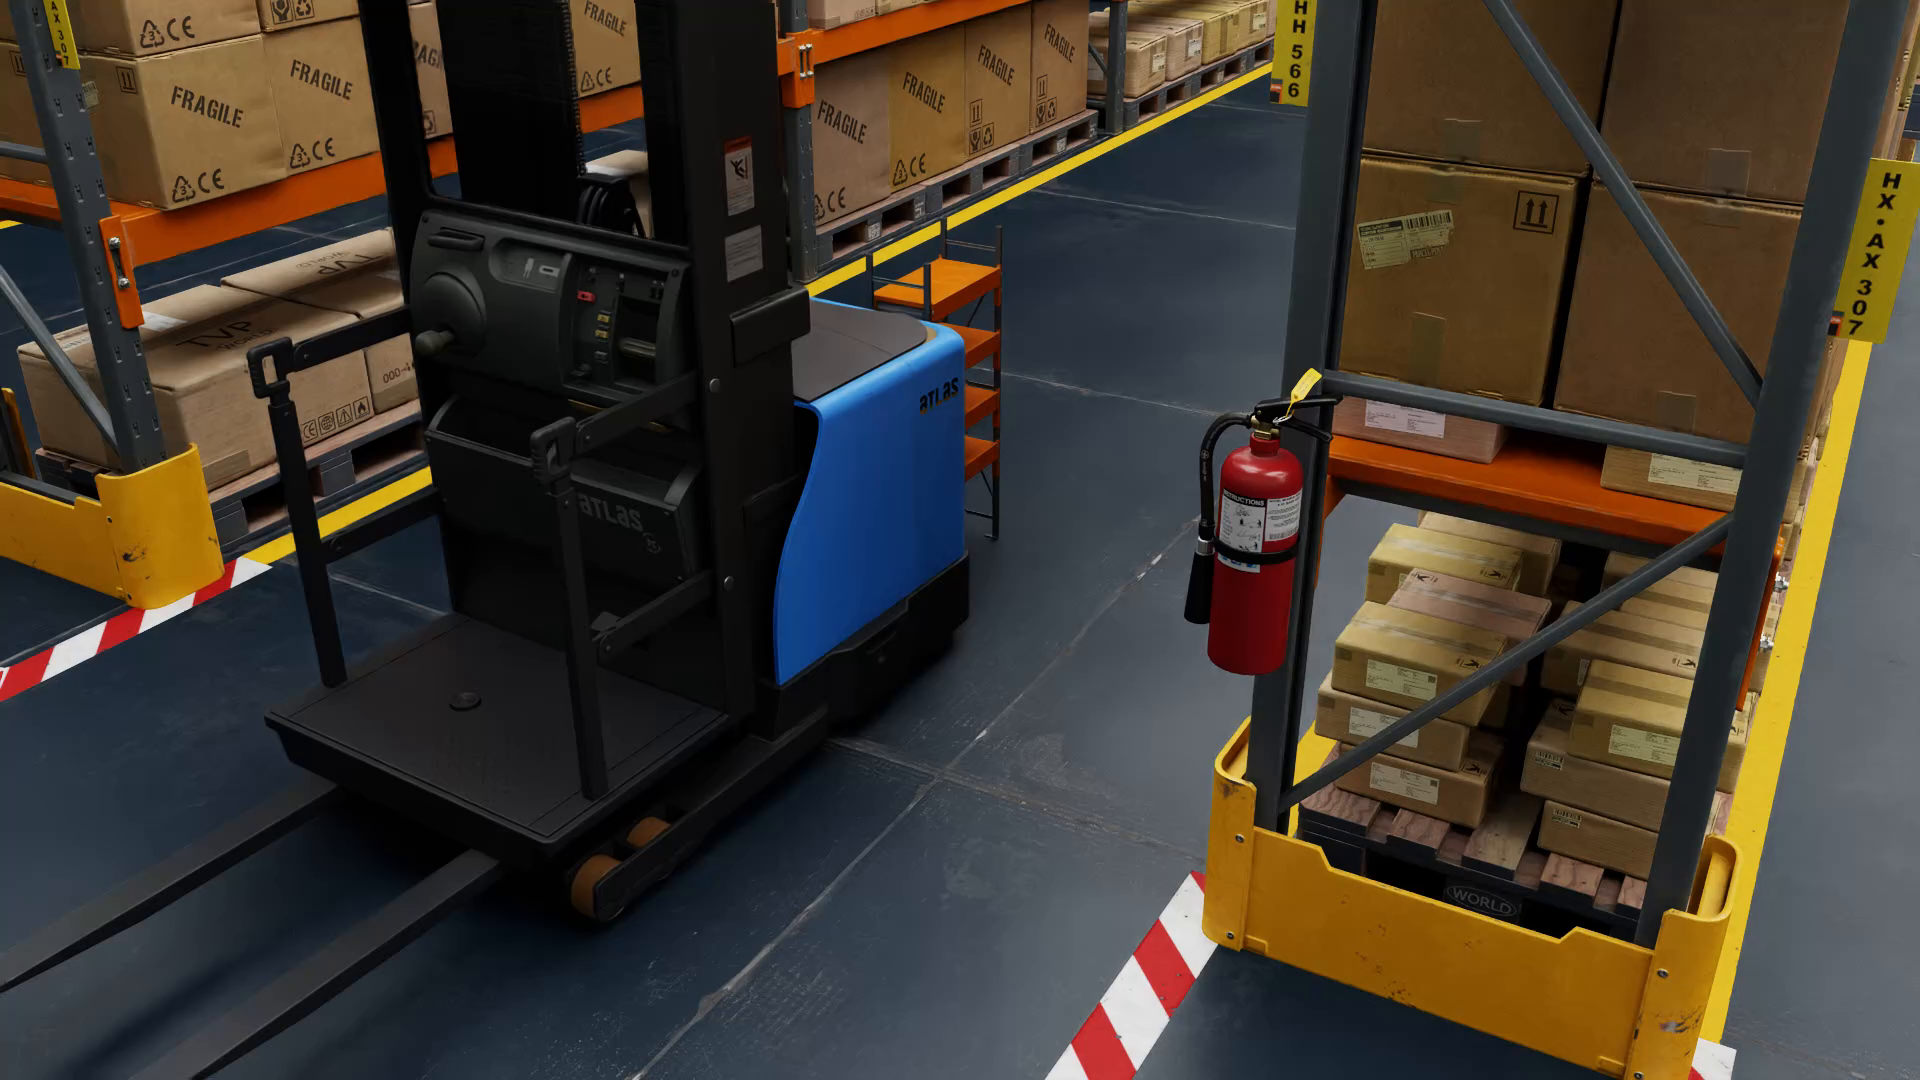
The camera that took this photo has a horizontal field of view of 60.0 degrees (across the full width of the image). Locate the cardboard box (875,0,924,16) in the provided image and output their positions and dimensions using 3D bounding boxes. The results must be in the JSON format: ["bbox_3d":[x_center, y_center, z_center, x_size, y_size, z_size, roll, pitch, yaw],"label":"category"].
[{"bbox_3d":[-0.541,-3.100,9.260,0.500,0.250,0.500,13,30,25],"label":"cardboard box"}]

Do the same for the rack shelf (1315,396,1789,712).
[{"bbox_3d":[2.135,-0.700,5.102,1.077,0.370,4.000,14,30,26],"label":"rack shelf"}]

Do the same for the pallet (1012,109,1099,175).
[{"bbox_3d":[0.274,-2.873,11.754,1.003,0.211,1.213,14,30,26],"label":"pallet"}]

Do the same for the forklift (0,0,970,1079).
[{"bbox_3d":[-1.187,-0.569,4.113,1.130,2.935,3.031,16,31,29],"label":"forklift"}]

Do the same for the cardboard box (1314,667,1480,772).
[{"bbox_3d":[1.163,0.443,4.397,0.380,0.149,0.250,13,30,25],"label":"cardboard box"}]

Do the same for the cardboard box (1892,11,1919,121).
[{"bbox_3d":[1.846,-1.182,3.699,0.500,0.500,0.500,15,30,28],"label":"cardboard box"}]

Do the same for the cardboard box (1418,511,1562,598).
[{"bbox_3d":[1.564,0.015,4.920,0.380,0.149,0.250,13,29,24],"label":"cardboard box"}]

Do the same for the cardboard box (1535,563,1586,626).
[{"bbox_3d":[1.638,0.158,4.967,0.380,0.149,0.250,14,30,25],"label":"cardboard box"}]

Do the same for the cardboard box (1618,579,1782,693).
[{"bbox_3d":[1.971,0.245,4.460,0.380,0.149,0.250,14,30,26],"label":"cardboard box"}]

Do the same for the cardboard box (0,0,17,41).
[{"bbox_3d":[-3.178,-2.025,5.716,0.500,0.500,0.500,15,30,28],"label":"cardboard box"}]

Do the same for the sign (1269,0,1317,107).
[{"bbox_3d":[0.678,-1.032,3.313,0.100,0.325,0.005,14,30,26],"label":"sign"}]

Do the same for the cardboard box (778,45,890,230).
[{"bbox_3d":[-1.005,-2.349,9.496,0.875,0.875,0.875,15,30,28],"label":"cardboard box"}]

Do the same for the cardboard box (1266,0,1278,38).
[{"bbox_3d":[2.439,-4.778,14.909,0.950,0.372,0.625,15,30,27],"label":"cardboard box"}]

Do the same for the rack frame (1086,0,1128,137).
[{"bbox_3d":[0.728,-4.411,11.711,1.000,3.000,0.127,14,30,26],"label":"rack frame"}]

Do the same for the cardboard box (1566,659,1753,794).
[{"bbox_3d":[1.705,0.449,4.053,0.380,0.149,0.250,13,29,24],"label":"cardboard box"}]

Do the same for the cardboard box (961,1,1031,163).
[{"bbox_3d":[-0.127,-3.051,10.898,0.875,0.875,0.875,15,30,27],"label":"cardboard box"}]

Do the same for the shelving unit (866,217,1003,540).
[{"bbox_3d":[-0.081,-0.472,5.853,0.258,1.200,0.503,14,30,26],"label":"shelving unit"}]

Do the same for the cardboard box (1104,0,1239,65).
[{"bbox_3d":[1.748,-4.225,13.806,0.950,0.372,0.625,15,30,28],"label":"cardboard box"}]

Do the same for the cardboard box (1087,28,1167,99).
[{"bbox_3d":[1.014,-3.642,12.640,0.950,0.372,0.625,12,29,23],"label":"cardboard box"}]

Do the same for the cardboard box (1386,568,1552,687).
[{"bbox_3d":[1.365,0.231,4.488,0.380,0.149,0.250,15,30,27],"label":"cardboard box"}]

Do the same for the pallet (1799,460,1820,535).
[{"bbox_3d":[2.820,-0.285,6.583,1.003,0.211,1.213,14,30,26],"label":"pallet"}]

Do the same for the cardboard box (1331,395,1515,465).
[{"bbox_3d":[1.066,-0.319,3.818,0.380,0.149,0.250,14,30,26],"label":"cardboard box"}]

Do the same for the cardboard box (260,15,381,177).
[{"bbox_3d":[-2.497,-1.665,6.113,0.500,0.500,0.500,14,30,25],"label":"cardboard box"}]

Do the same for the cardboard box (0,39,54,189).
[{"bbox_3d":[-3.201,-1.584,5.952,0.500,0.500,0.500,14,30,26],"label":"cardboard box"}]

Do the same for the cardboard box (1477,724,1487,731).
[{"bbox_3d":[1.267,0.471,4.674,0.380,0.149,0.250,15,30,28],"label":"cardboard box"}]

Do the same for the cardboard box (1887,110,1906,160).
[{"bbox_3d":[2.625,-1.333,5.117,0.500,0.500,0.500,14,30,26],"label":"cardboard box"}]

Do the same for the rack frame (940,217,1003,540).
[{"bbox_3d":[0.039,-0.567,6.043,0.240,1.200,0.015,14,30,26],"label":"rack frame"}]

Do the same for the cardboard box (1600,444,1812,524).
[{"bbox_3d":[1.596,-0.184,3.548,0.380,0.149,0.250,14,30,26],"label":"cardboard box"}]

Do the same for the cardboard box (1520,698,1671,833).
[{"bbox_3d":[1.633,0.564,4.156,0.380,0.149,0.250,16,31,28],"label":"cardboard box"}]

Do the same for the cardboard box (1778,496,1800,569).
[{"bbox_3d":[2.335,-0.068,5.086,0.380,0.149,0.250,15,30,27],"label":"cardboard box"}]

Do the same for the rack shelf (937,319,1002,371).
[{"bbox_3d":[-0.081,-0.612,5.783,0.258,0.148,0.480,14,30,26],"label":"rack shelf"}]

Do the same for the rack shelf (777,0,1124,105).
[{"bbox_3d":[-0.256,-3.310,10.315,1.077,0.370,4.000,14,30,26],"label":"rack shelf"}]

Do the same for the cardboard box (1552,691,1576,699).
[{"bbox_3d":[1.860,0.355,4.574,0.380,0.149,0.250,15,30,27],"label":"cardboard box"}]

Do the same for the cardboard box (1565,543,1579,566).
[{"bbox_3d":[1.805,0.073,5.470,0.380,0.149,0.250,15,30,27],"label":"cardboard box"}]

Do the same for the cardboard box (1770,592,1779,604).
[{"bbox_3d":[2.323,0.219,5.178,0.380,0.149,0.250,13,29,24],"label":"cardboard box"}]

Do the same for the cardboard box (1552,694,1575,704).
[{"bbox_3d":[1.861,0.493,4.631,0.380,0.149,0.250,15,30,27],"label":"cardboard box"}]

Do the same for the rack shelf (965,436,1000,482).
[{"bbox_3d":[-0.081,-0.234,5.972,0.258,0.148,0.480,14,30,26],"label":"rack shelf"}]

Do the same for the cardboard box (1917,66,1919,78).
[{"bbox_3d":[3.713,-1.929,6.564,0.380,0.149,0.250,13,29,24],"label":"cardboard box"}]

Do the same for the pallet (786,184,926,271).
[{"bbox_3d":[-0.926,-1.922,9.854,1.003,0.211,1.213,14,30,26],"label":"pallet"}]

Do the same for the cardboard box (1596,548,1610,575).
[{"bbox_3d":[2.226,0.039,5.204,0.380,0.149,0.250,16,31,29],"label":"cardboard box"}]

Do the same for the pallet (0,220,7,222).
[{"bbox_3d":[-6.501,-1.952,9.914,1.003,0.211,1.213,14,30,26],"label":"pallet"}]

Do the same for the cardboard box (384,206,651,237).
[{"bbox_3d":[-2.082,-1.324,7.937,0.875,0.438,0.875,13,29,25],"label":"cardboard box"}]

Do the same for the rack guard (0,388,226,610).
[{"bbox_3d":[-3.220,-0.166,6.023,1.175,0.500,0.348,14,30,26],"label":"rack guard"}]

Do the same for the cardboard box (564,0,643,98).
[{"bbox_3d":[-1.729,-2.259,7.300,0.500,0.500,0.500,14,30,25],"label":"cardboard box"}]

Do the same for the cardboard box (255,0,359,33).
[{"bbox_3d":[-2.476,-2.112,5.890,0.500,0.500,0.500,13,30,25],"label":"cardboard box"}]

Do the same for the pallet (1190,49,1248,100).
[{"bbox_3d":[1.714,-3.942,13.889,1.003,0.211,1.213,14,30,26],"label":"pallet"}]

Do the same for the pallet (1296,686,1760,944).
[{"bbox_3d":[1.619,0.666,4.684,1.003,0.211,1.213,14,30,26],"label":"pallet"}]

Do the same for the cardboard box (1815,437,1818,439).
[{"bbox_3d":[2.715,-0.368,5.685,0.380,0.149,0.250,13,29,24],"label":"cardboard box"}]

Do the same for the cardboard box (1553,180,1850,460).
[{"bbox_3d":[1.613,-0.534,3.522,0.500,0.500,0.500,16,31,28],"label":"cardboard box"}]

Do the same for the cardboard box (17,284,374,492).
[{"bbox_3d":[-2.970,-0.614,6.520,0.875,0.438,0.875,13,29,24],"label":"cardboard box"}]

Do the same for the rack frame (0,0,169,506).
[{"bbox_3d":[-3.208,-1.293,5.482,1.000,3.000,0.127,14,30,26],"label":"rack frame"}]

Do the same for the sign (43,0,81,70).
[{"bbox_3d":[-2.728,-1.591,5.022,0.100,0.325,0.005,14,30,26],"label":"sign"}]

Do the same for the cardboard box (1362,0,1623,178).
[{"bbox_3d":[1.160,-1.100,3.536,0.500,0.500,0.500,14,30,25],"label":"cardboard box"}]

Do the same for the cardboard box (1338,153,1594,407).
[{"bbox_3d":[1.148,-0.652,3.758,0.500,0.500,0.500,15,30,27],"label":"cardboard box"}]
